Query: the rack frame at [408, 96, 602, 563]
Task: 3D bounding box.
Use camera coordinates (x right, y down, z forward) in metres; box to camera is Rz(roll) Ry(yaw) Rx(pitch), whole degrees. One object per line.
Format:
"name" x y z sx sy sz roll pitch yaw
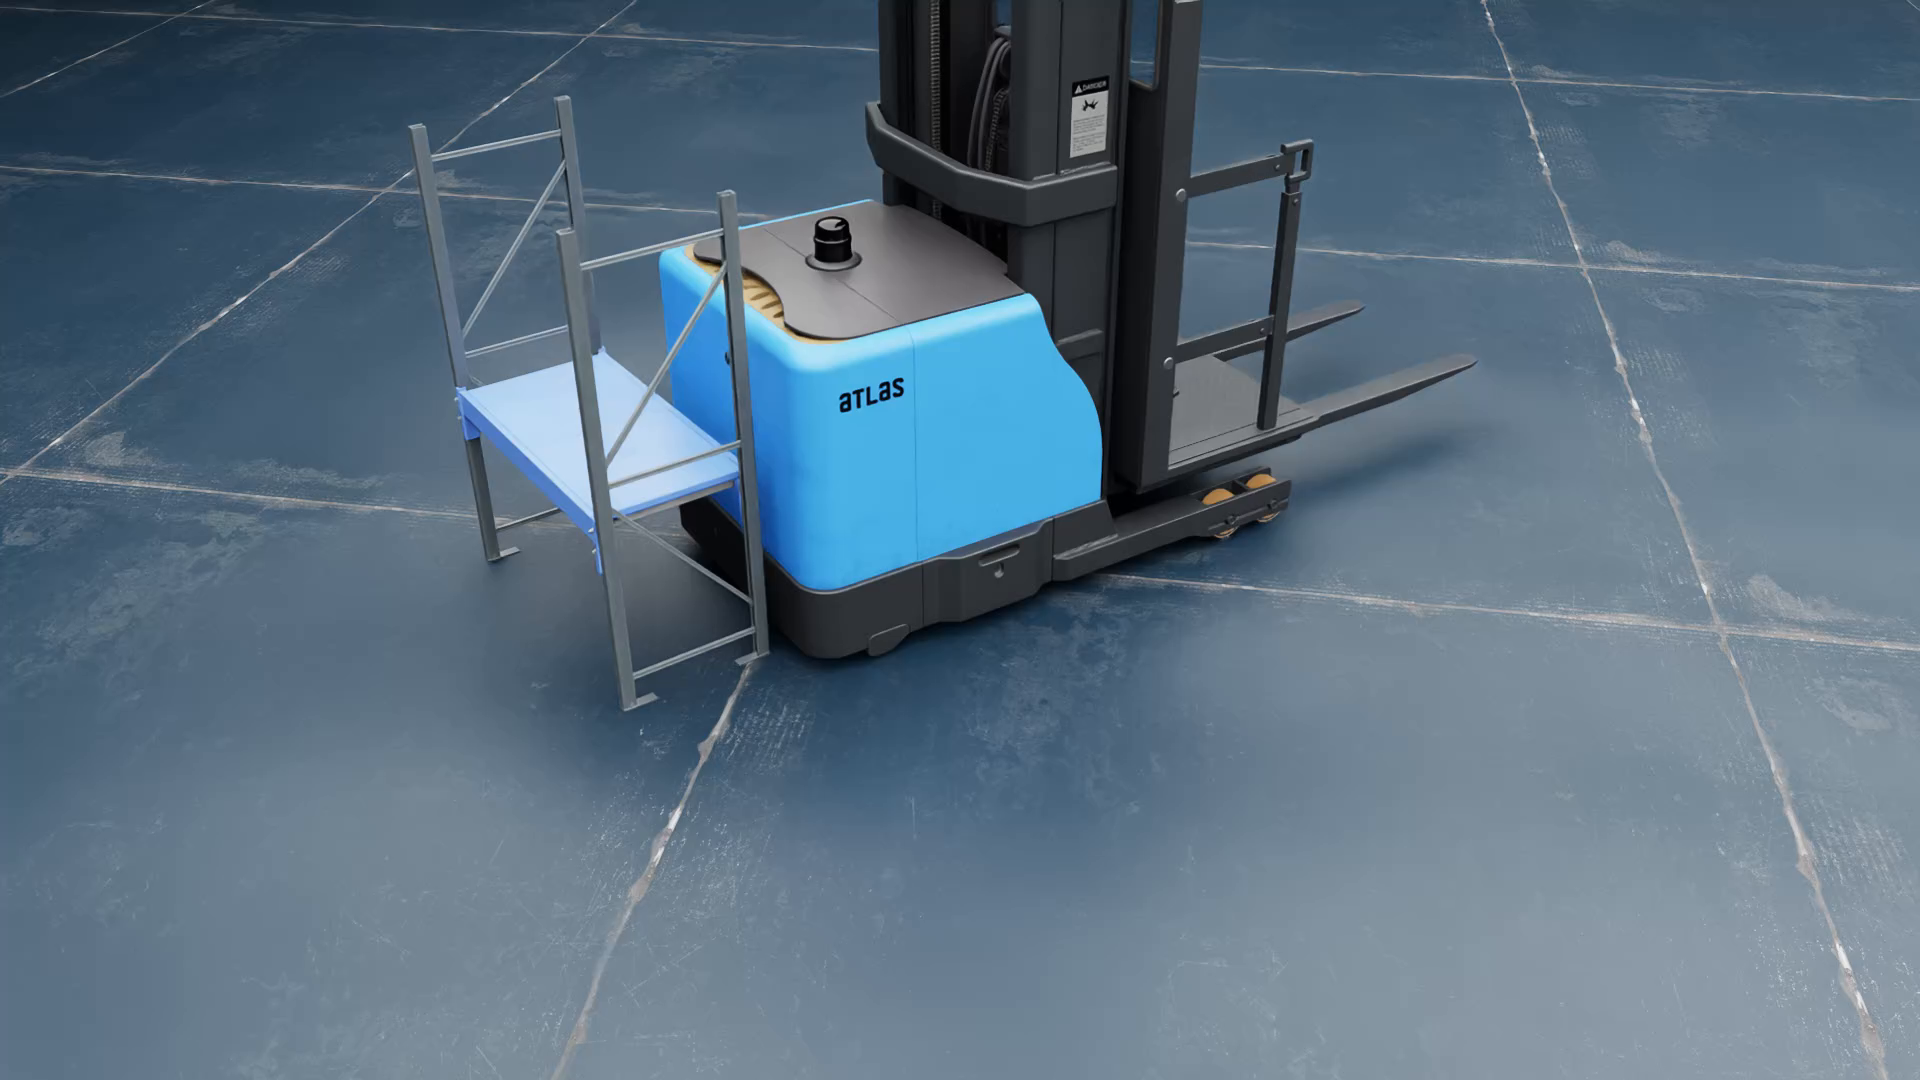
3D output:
"rack frame" -1.401 -0.643 5.364 0.500 1.500 0.032 -21 38 -30

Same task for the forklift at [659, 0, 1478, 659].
"forklift" 0.558 -1.467 5.332 3.031 2.935 1.130 -19 37 -27

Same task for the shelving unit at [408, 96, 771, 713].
"shelving unit" -1.101 -0.425 5.016 0.538 1.500 1.048 -21 38 -30

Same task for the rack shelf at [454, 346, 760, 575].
"rack shelf" -1.101 -0.273 5.112 0.538 0.185 1.000 -21 38 -30

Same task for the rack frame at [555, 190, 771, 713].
"rack frame" -0.802 -0.208 4.668 0.500 1.500 0.032 -21 38 -30
